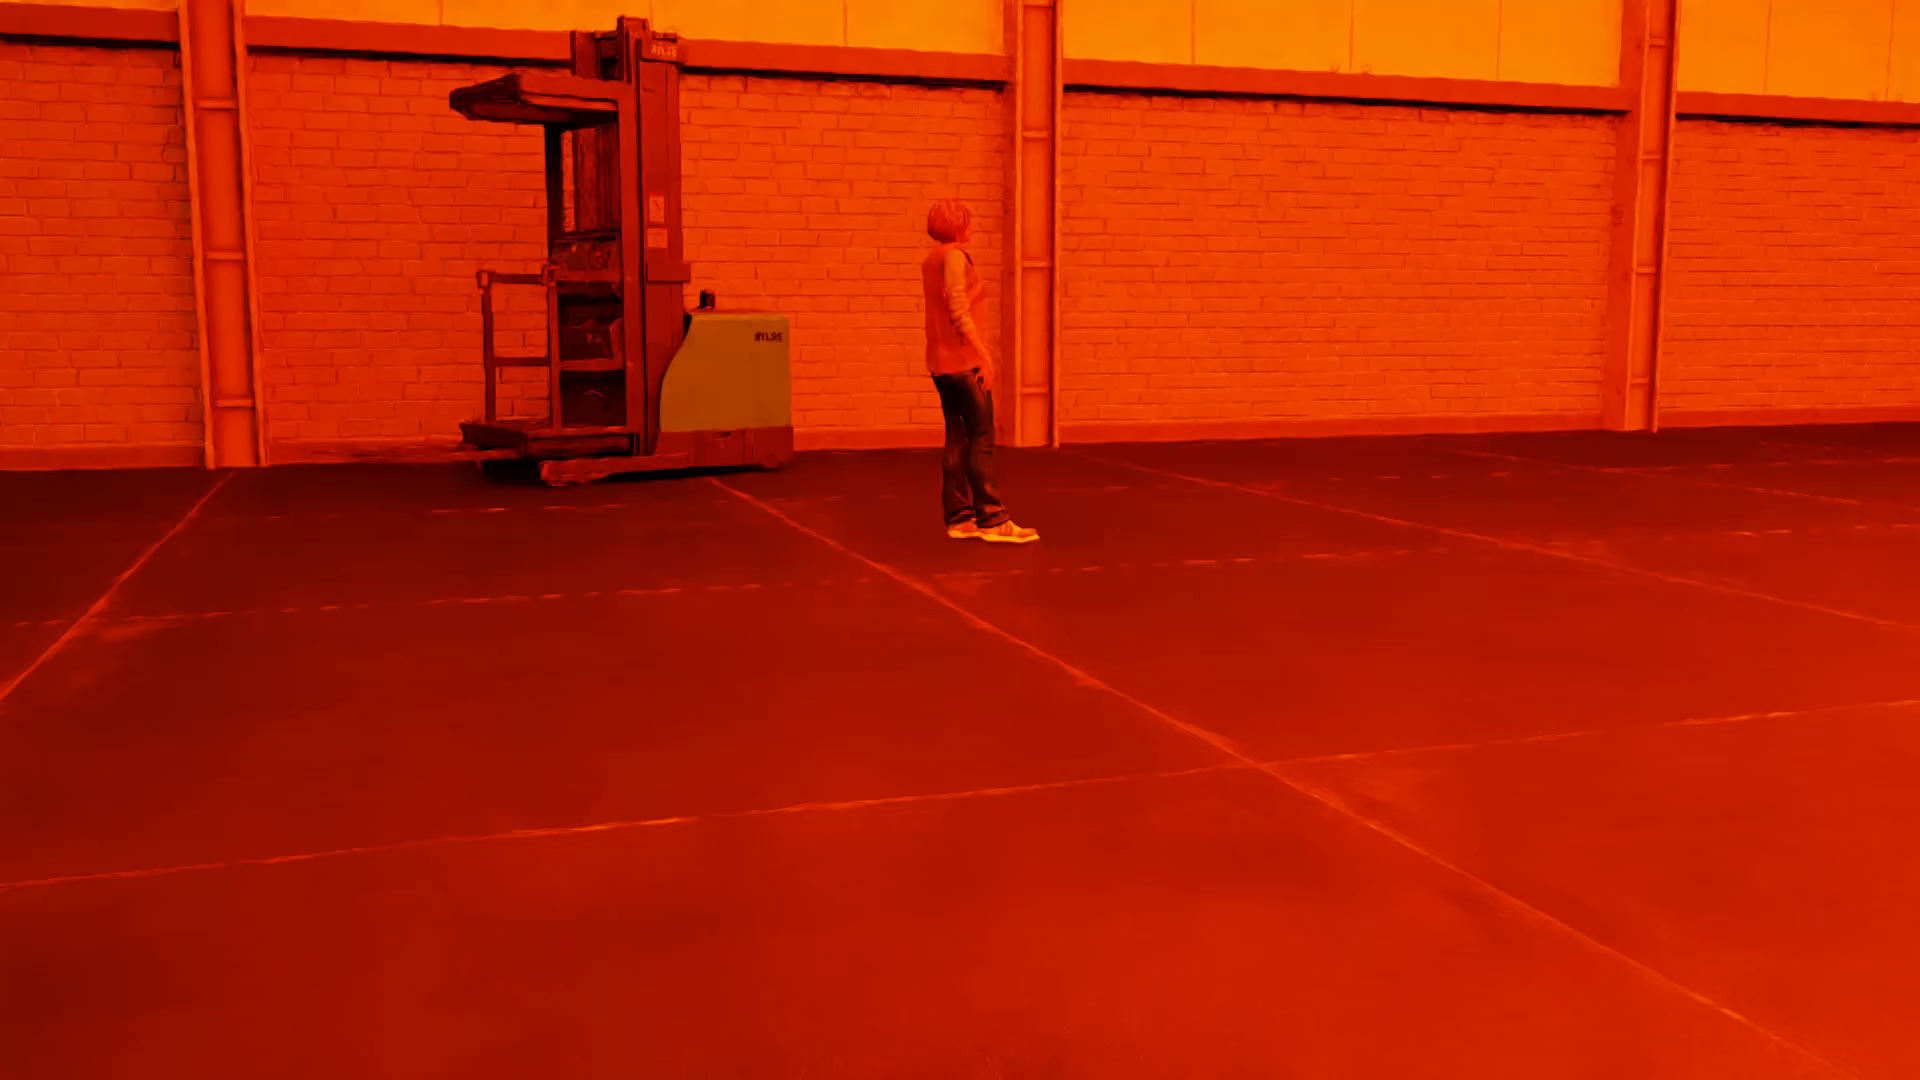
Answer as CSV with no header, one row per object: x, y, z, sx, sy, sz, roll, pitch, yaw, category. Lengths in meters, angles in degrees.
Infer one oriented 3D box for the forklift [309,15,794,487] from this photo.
-2.613,-1.862,10.737,3.031,2.935,1.130,-6,10,-38,forklift

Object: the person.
0.078,-0.800,7.827,0.467,1.597,0.520,-3,8,-18,person
